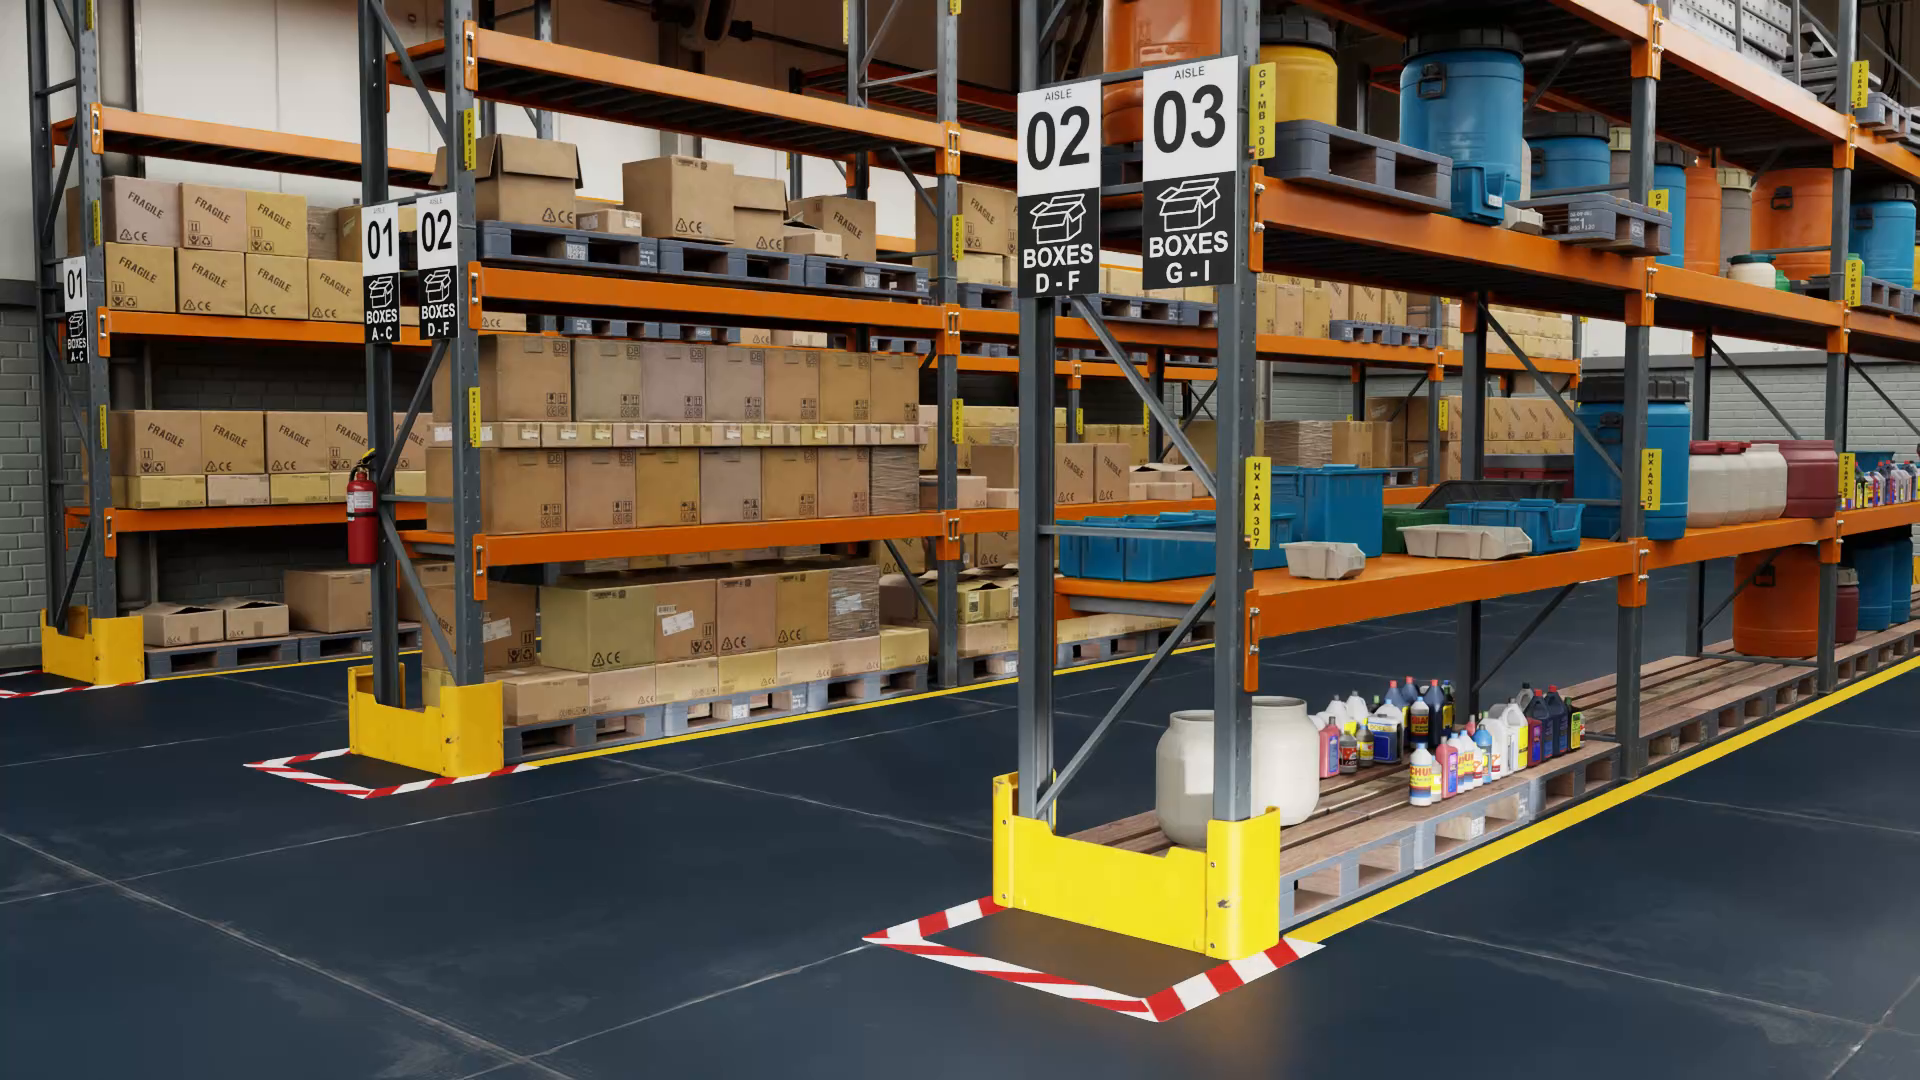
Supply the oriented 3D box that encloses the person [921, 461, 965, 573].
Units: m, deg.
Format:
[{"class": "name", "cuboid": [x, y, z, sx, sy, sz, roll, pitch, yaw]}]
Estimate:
[{"class": "person", "cuboid": [-0.134, -0.011, 16.672, 0.504, 1.637, 0.585, -1, 4, -20]}]
